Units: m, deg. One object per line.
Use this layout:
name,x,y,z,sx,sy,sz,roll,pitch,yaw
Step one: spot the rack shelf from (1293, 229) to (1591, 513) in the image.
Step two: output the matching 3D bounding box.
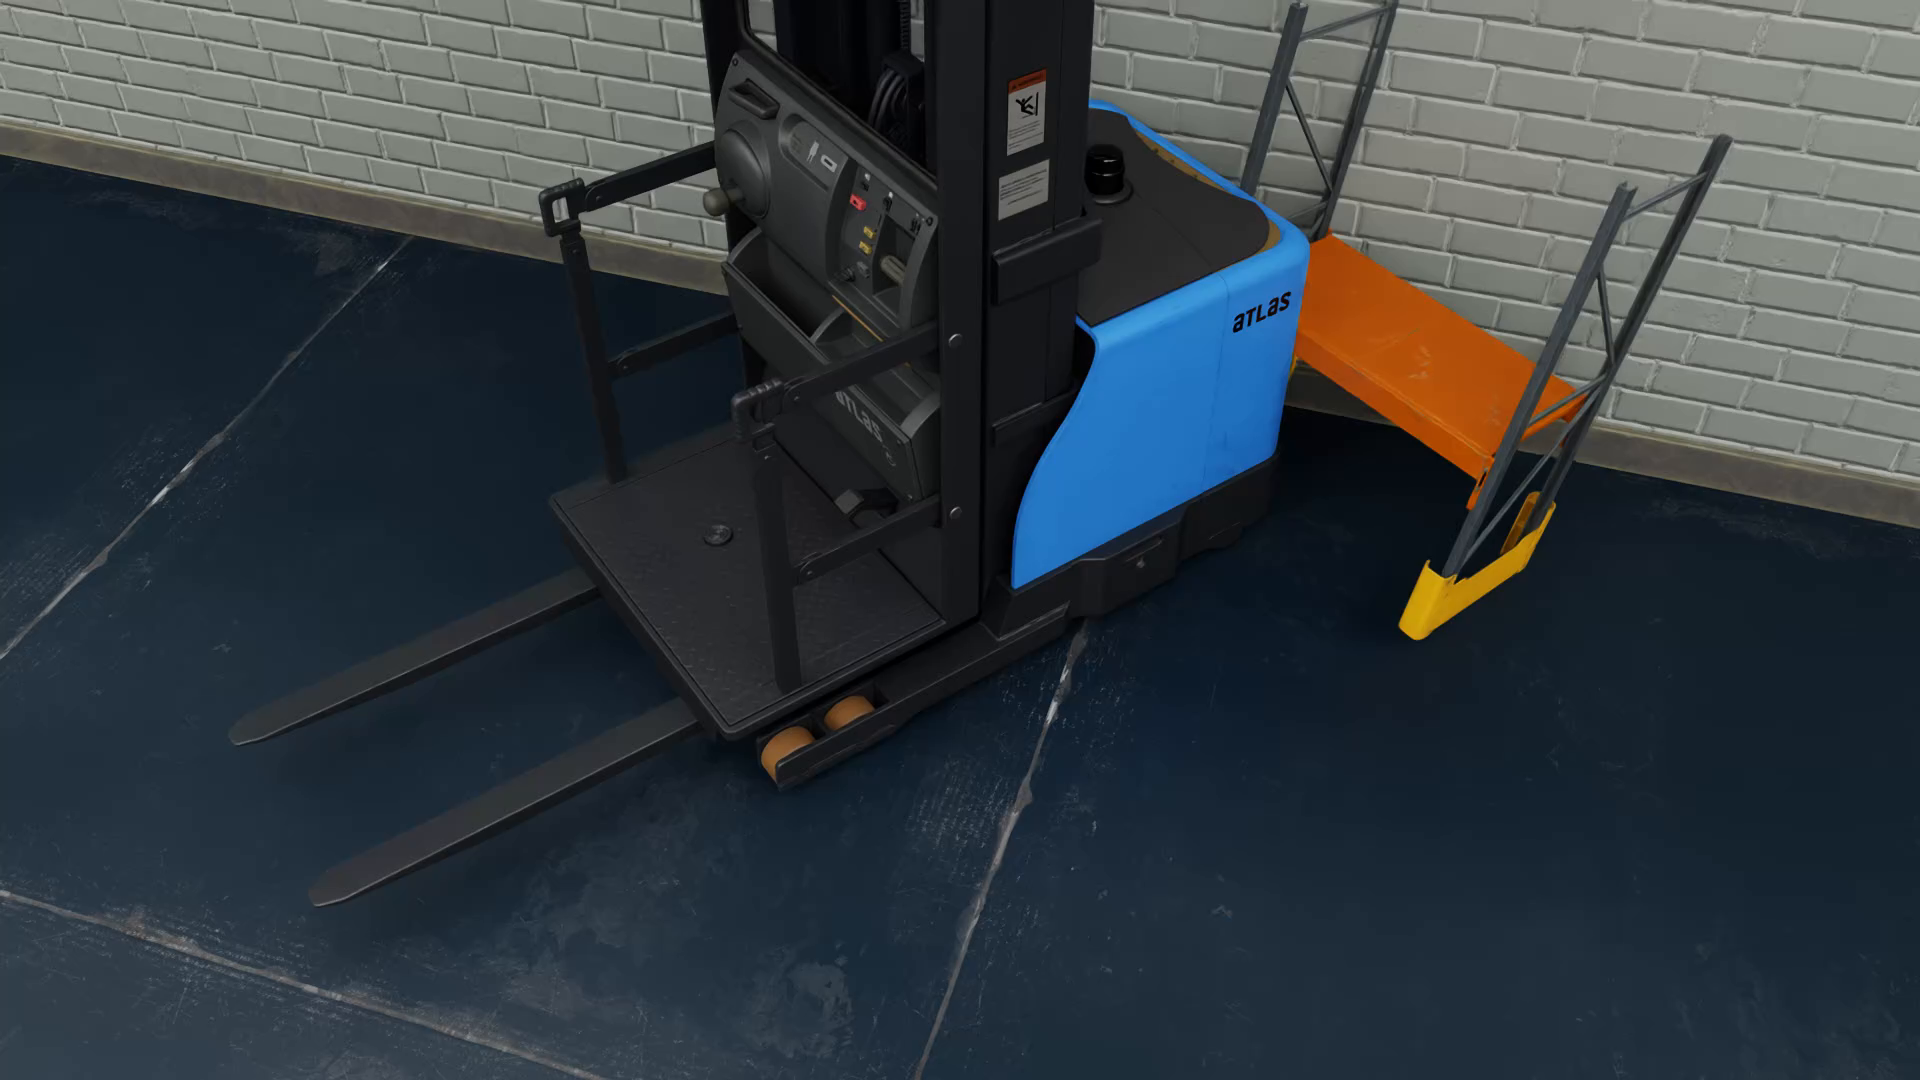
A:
rack shelf,1.284,-0.524,4.887,0.538,0.185,1.000,-27,54,-33

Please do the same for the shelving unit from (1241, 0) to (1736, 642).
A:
shelving unit,1.301,-0.659,4.768,0.587,1.500,1.083,-27,54,-33

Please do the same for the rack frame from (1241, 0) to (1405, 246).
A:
rack frame,0.974,-0.947,5.013,0.500,1.500,0.032,-27,54,-33

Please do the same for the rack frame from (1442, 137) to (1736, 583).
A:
rack frame,1.639,-0.361,4.515,0.500,1.500,0.032,-27,54,-33

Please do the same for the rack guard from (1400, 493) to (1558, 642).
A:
rack guard,1.548,0.079,4.951,0.587,0.250,0.087,-27,54,-33

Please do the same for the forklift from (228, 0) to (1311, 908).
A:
forklift,-0.512,-0.797,3.968,3.031,2.935,1.130,-26,50,-24

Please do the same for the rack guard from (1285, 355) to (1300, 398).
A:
rack guard,0.896,-0.496,5.438,0.587,0.250,0.087,-27,54,-33
